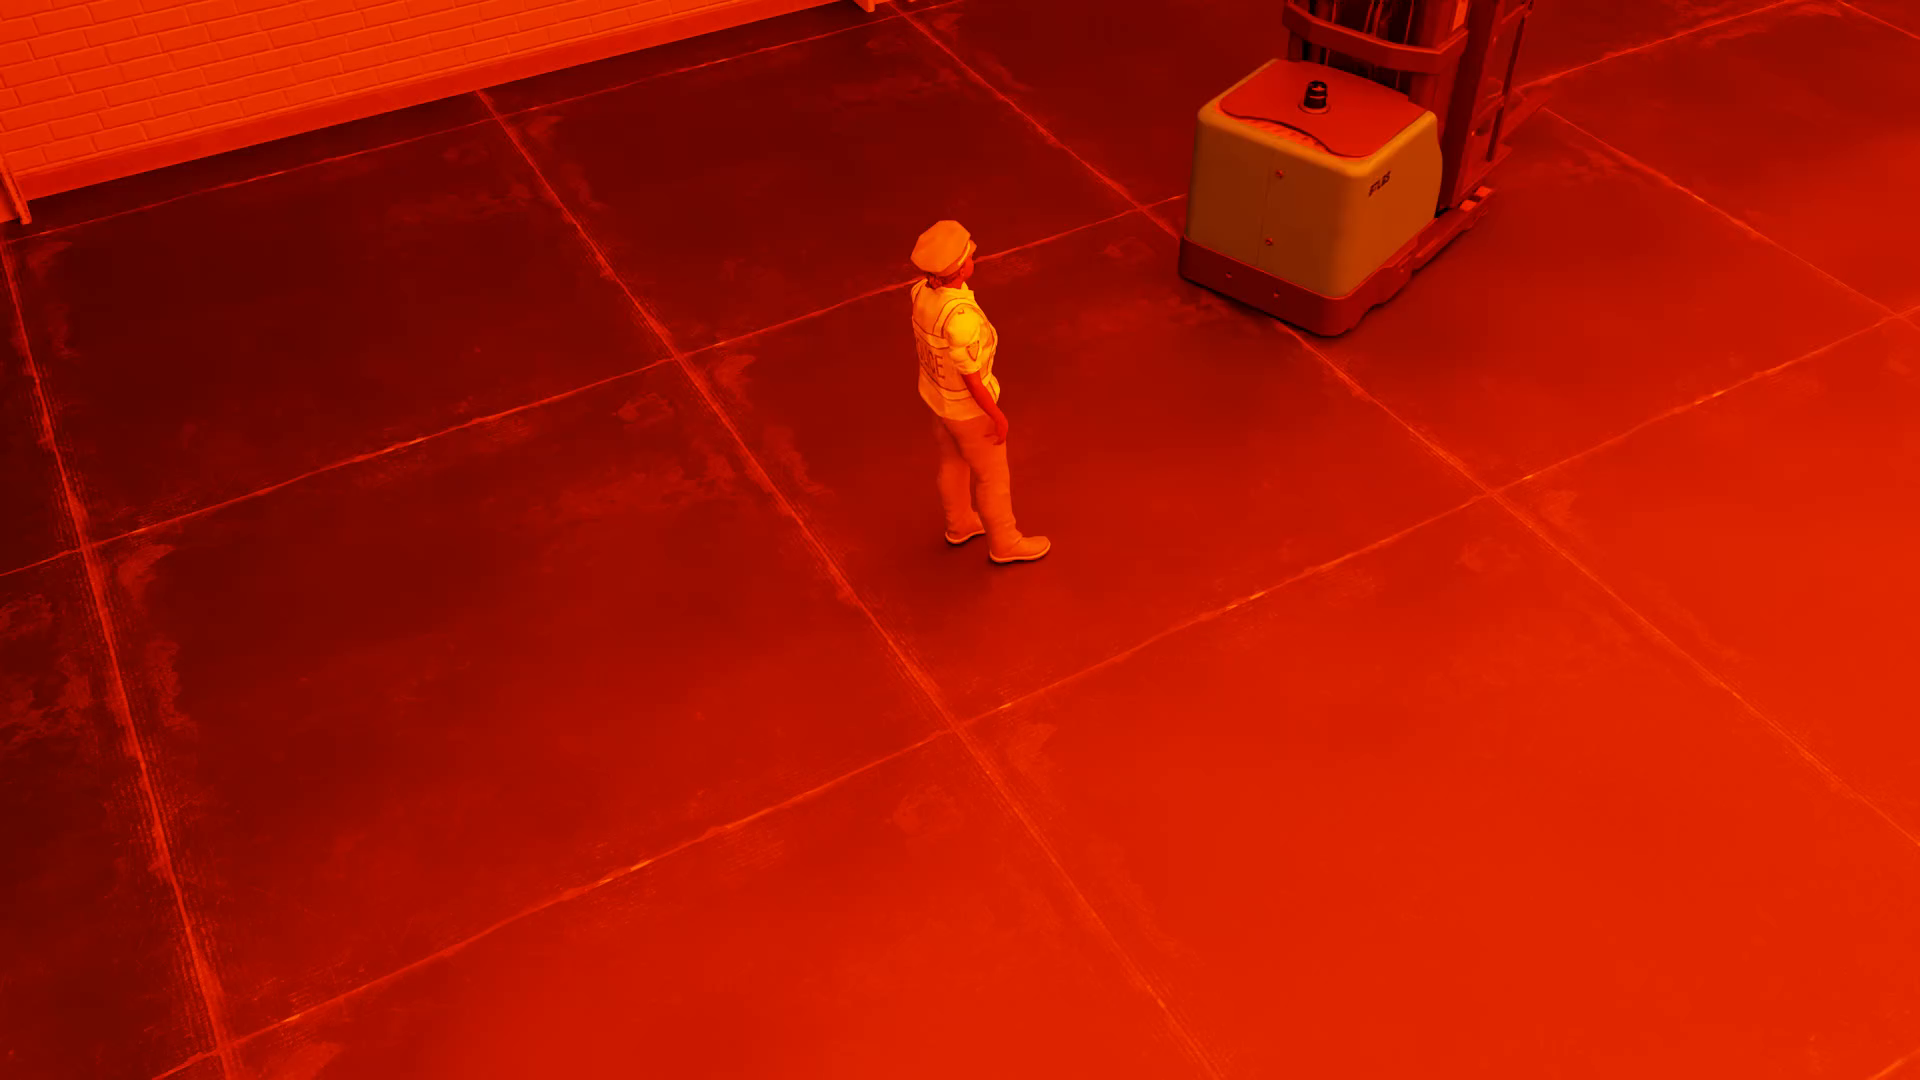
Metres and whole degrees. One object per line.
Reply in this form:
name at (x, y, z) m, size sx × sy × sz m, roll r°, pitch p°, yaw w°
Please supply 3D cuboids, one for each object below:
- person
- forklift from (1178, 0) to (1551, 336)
person at (0.075, -0.641, 7.287) m, size 0.528 × 1.697 × 0.570 m, roll -21°, pitch 47°, yaw -21°
forklift at (2.552, -3.109, 9.051) m, size 1.130 × 2.935 × 3.031 m, roll 29°, pitch 50°, yaw 28°
